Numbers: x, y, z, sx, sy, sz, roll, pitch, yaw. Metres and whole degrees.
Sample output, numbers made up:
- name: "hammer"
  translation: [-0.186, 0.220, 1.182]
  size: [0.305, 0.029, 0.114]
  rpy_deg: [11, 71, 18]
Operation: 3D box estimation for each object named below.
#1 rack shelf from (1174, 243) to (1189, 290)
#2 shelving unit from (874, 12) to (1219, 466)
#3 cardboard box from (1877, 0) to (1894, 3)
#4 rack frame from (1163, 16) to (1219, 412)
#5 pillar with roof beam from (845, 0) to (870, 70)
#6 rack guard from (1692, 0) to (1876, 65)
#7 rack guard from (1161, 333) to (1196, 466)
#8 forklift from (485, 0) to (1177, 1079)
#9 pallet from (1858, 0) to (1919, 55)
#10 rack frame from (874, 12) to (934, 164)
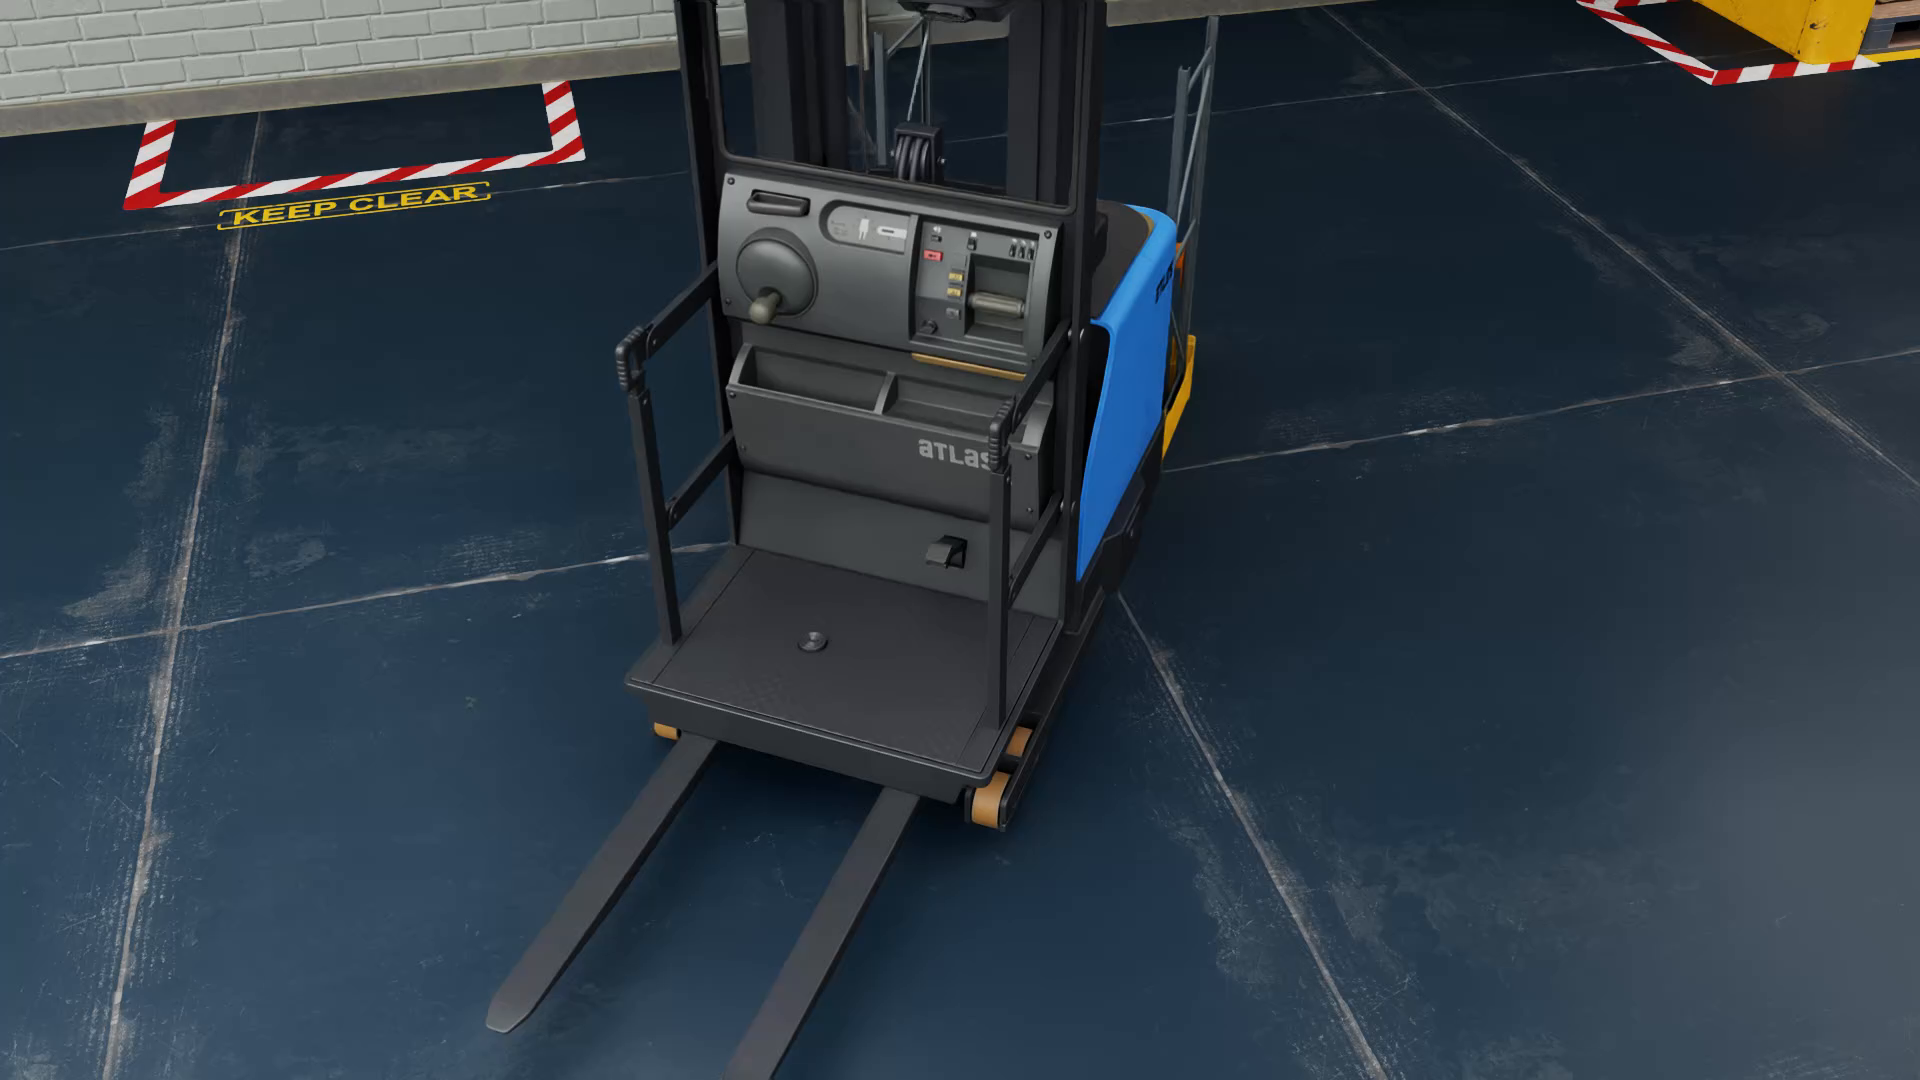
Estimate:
- name: "rack shelf"
  translation: [0.293, -0.970, 6.080]
  size: [1.000, 0.185, 0.538]
  rpy_deg: [11, 39, 14]
- name: "shelving unit"
  translation: [0.302, -1.111, 5.968]
  size: [1.083, 1.500, 0.587]
  rpy_deg: [11, 39, 14]
- name: "cardboard box"
  translation: [5.309, -3.328, 9.482]
  size: [0.500, 0.311, 0.500]
  rpy_deg: [-14, 39, -17]
- name: "rack frame"
  translation: [0.776, -1.016, 5.843]
  size: [0.032, 1.500, 0.500]
  rpy_deg: [11, 39, 14]
- name: "pillar with roof beam"
  translation: [0.398, -3.690, 3.167]
  size: [0.400, 9.000, 9.100]
  rpy_deg: [-9, 38, -12]
- name: "rack guard"
  translation: [4.691, -3.184, 9.500]
  size: [0.348, 0.500, 1.175]
  rpy_deg: [-9, 38, -12]
- name: "rack guard"
  translation: [0.775, -0.519, 6.223]
  size: [0.087, 0.250, 0.587]
  rpy_deg: [11, 39, 14]
- name: "forklift"
  translation: [-0.273, -0.639, 4.173]
  size: [1.130, 2.935, 3.031]
  rpy_deg: [13, 39, 16]
- name: "pallet"
  translation: [5.484, -3.177, 9.729]
  size: [1.213, 0.211, 1.003]
  rpy_deg: [-9, 38, -12]
- name: "rack frame"
  translation: [-0.189, -1.210, 6.097]
  size: [0.032, 1.500, 0.500]
  rpy_deg: [11, 39, 14]
